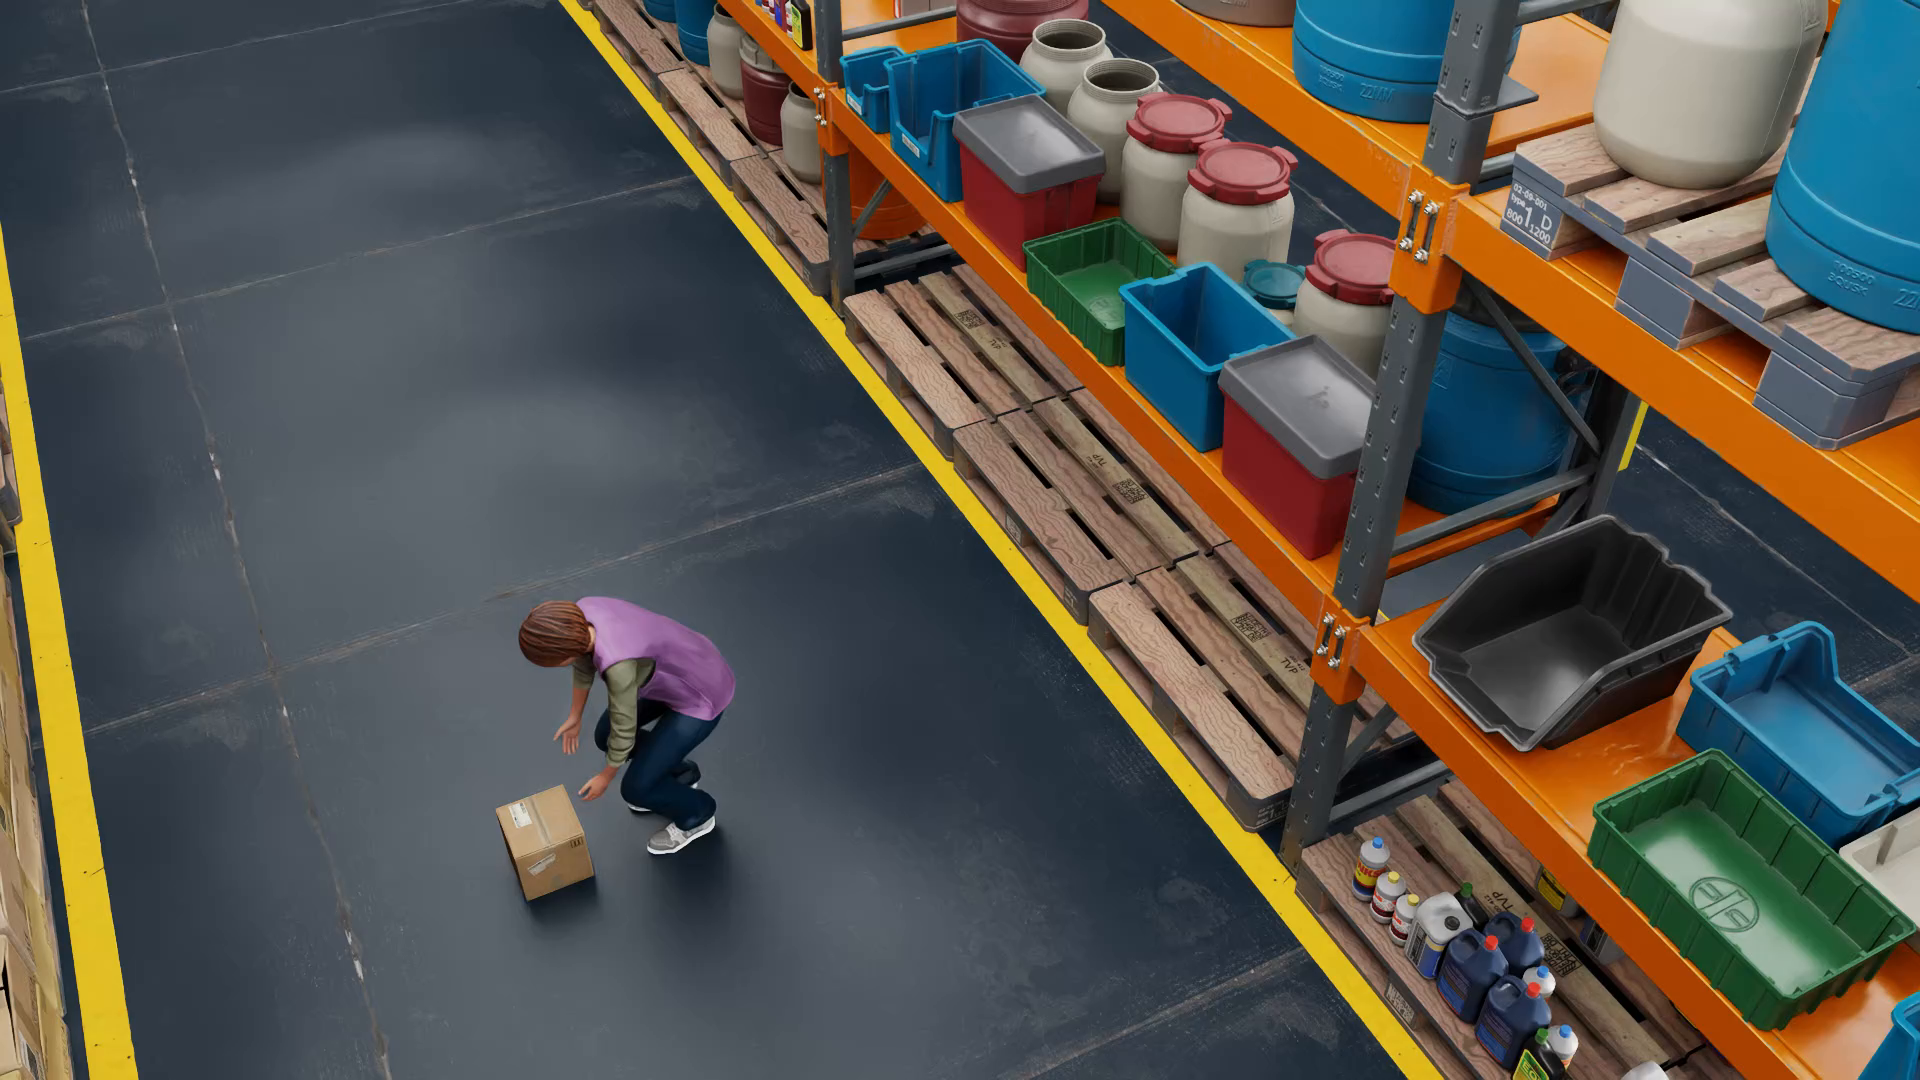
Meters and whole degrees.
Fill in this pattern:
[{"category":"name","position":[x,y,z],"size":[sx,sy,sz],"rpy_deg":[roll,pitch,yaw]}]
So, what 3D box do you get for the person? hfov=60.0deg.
[{"category":"person","position":[-1.100,0.614,5.763],"size":[0.688,1.227,0.462],"rpy_deg":[-19,45,-20]}]
